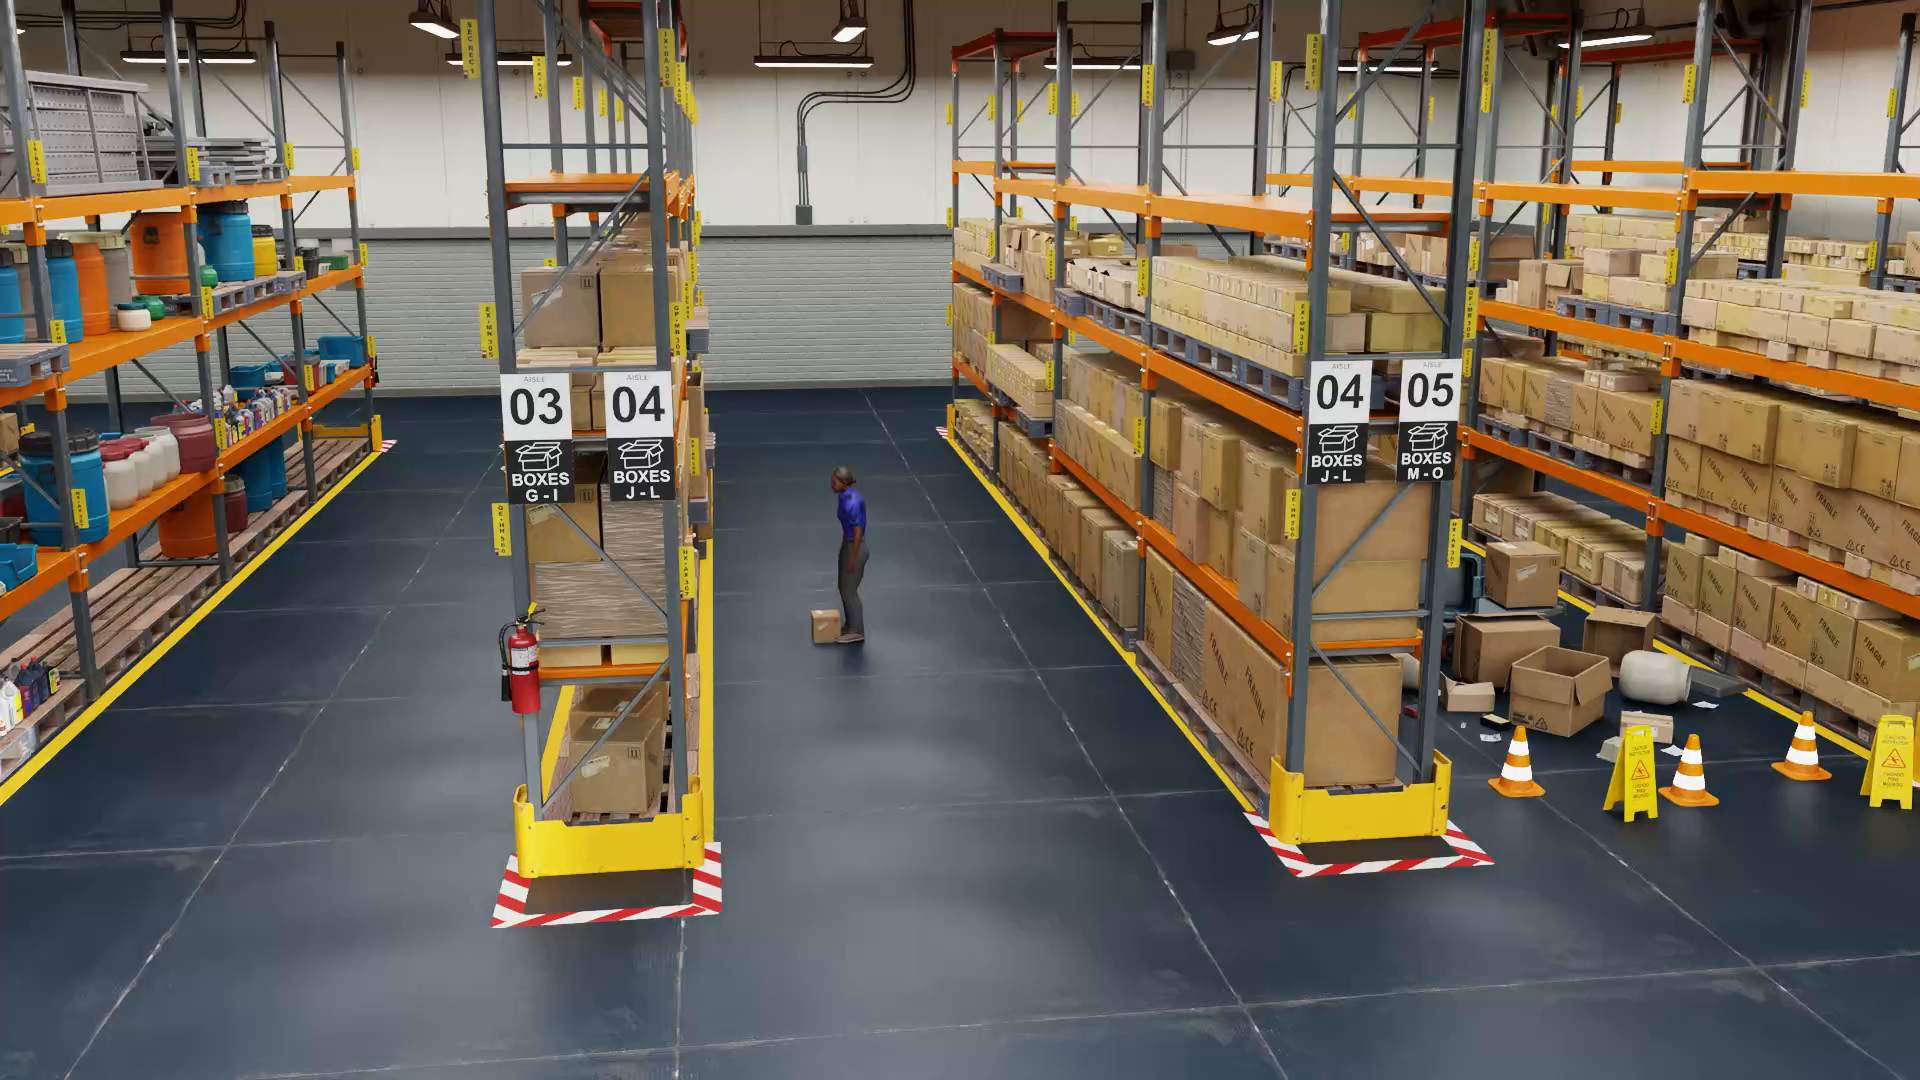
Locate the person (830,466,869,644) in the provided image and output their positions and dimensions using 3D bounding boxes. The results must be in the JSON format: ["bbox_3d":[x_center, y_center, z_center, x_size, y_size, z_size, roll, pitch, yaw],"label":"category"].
[{"bbox_3d":[-1.031,0.124,15.506,0.351,1.638,0.518,-3,14,-11],"label":"person"}]
